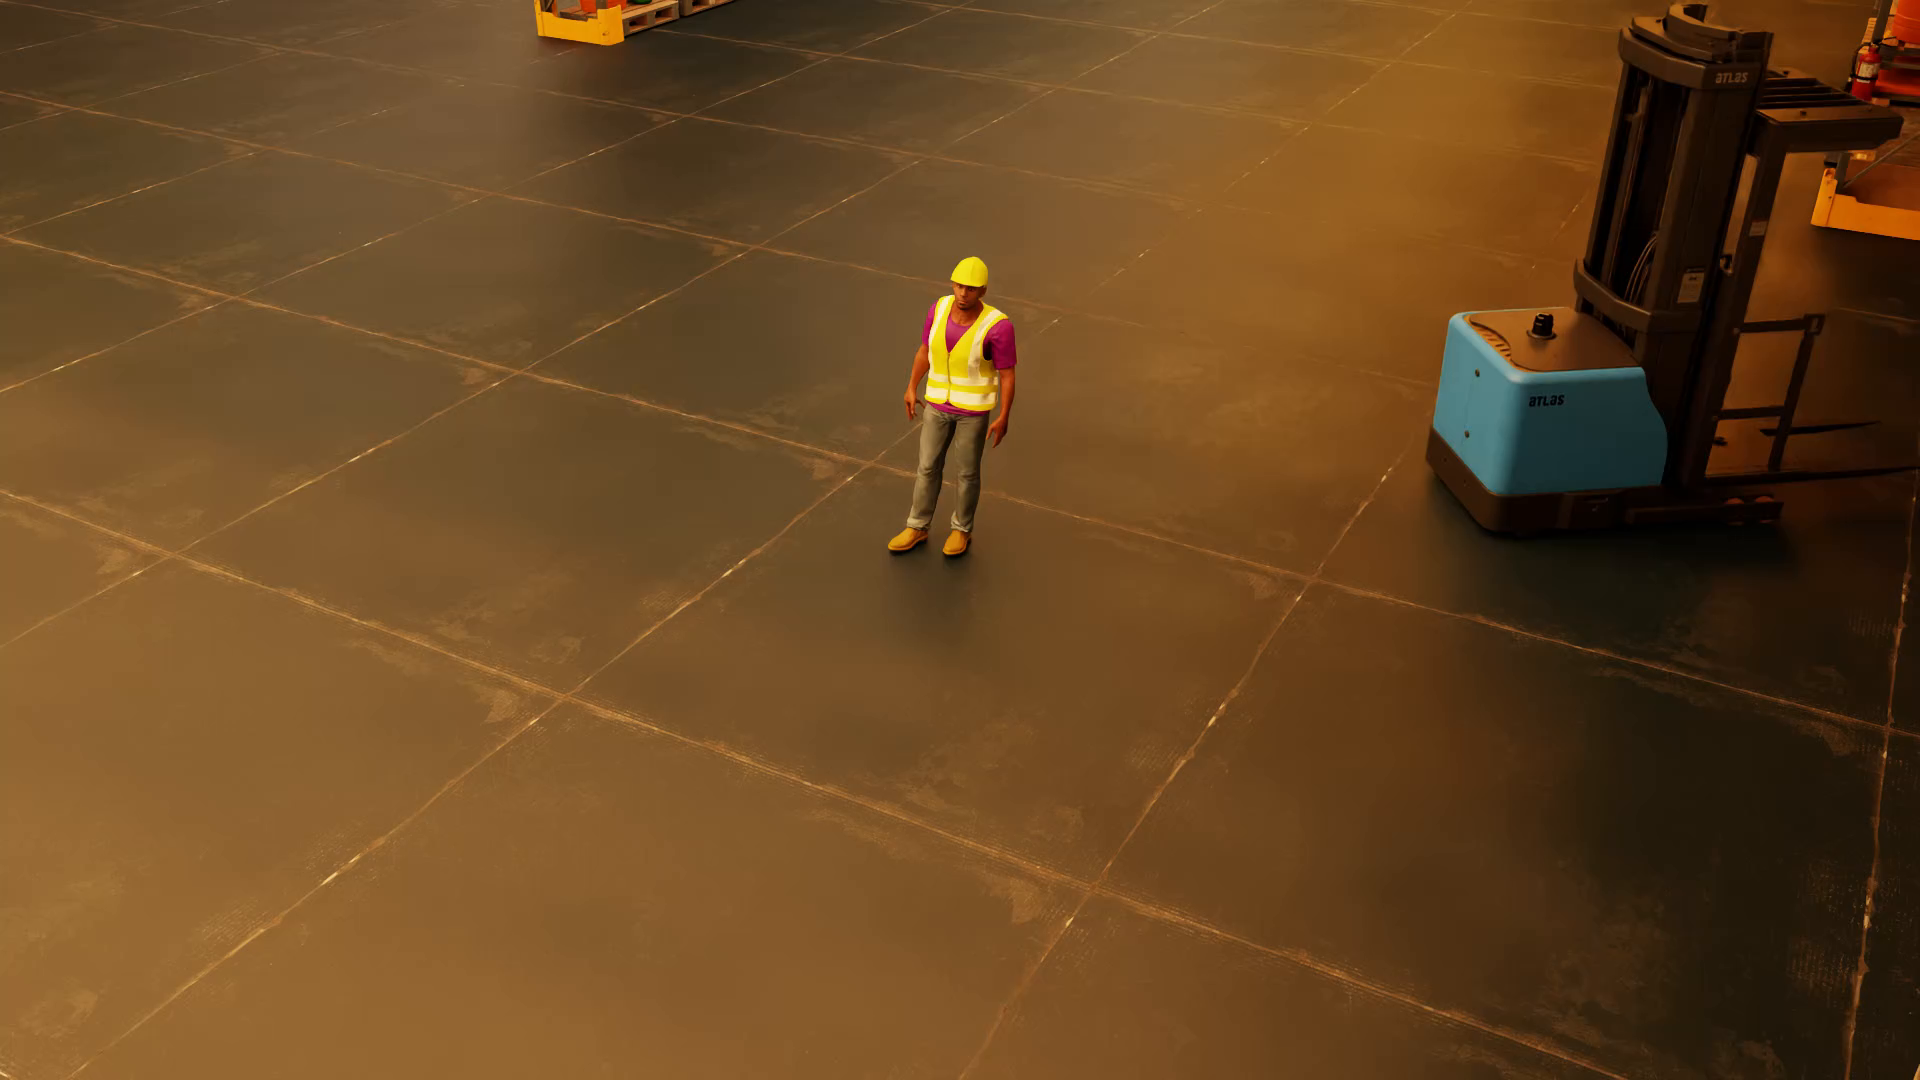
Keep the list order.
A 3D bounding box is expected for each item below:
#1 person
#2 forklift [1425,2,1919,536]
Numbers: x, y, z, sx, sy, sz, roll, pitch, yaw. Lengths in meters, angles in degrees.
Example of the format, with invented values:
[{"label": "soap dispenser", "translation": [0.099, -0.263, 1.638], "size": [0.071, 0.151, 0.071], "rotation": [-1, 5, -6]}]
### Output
[{"label": "person", "translation": [-0.039, -0.742, 9.507], "size": [0.665, 1.768, 0.575], "rotation": [15, 33, 25]}, {"label": "forklift", "translation": [4.571, -1.614, 9.867], "size": [3.031, 2.935, 1.130], "rotation": [-4, 30, -7]}]
